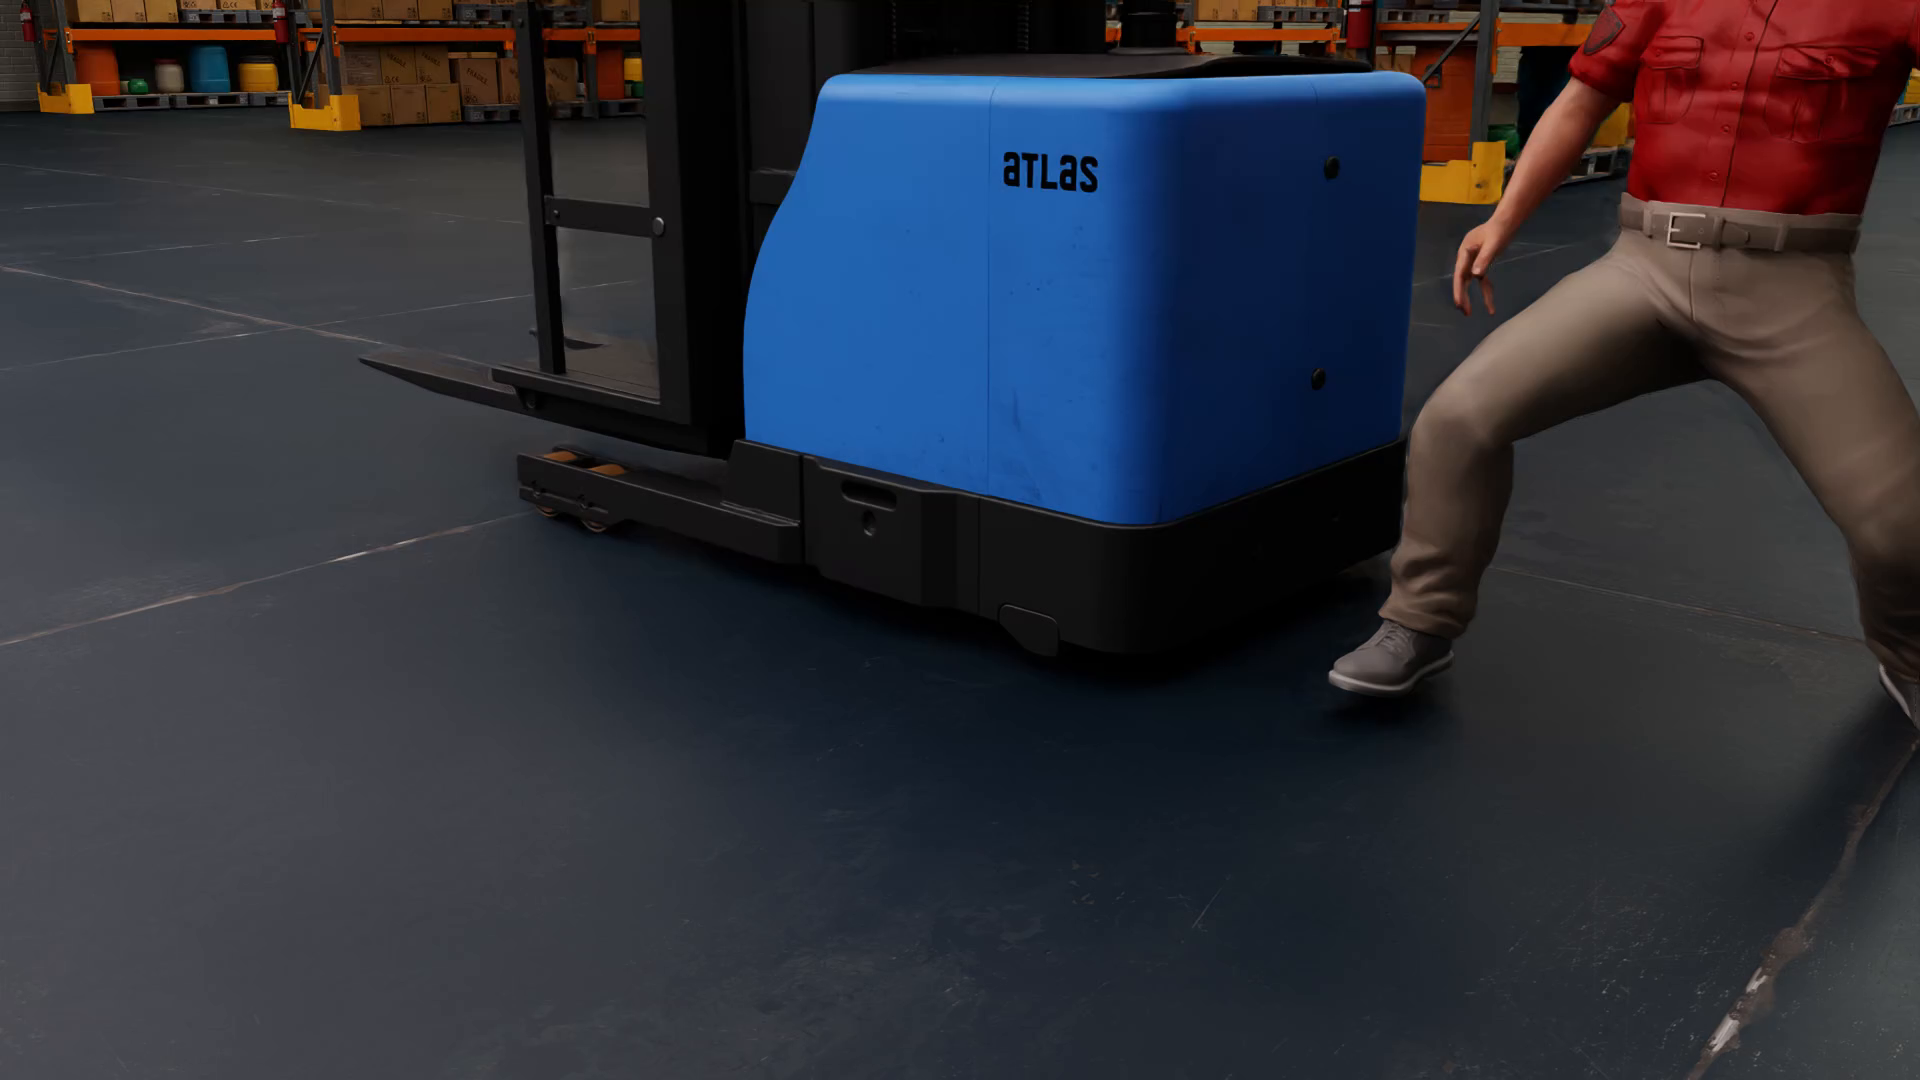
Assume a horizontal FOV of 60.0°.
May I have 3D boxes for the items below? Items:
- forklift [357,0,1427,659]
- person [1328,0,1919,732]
[{"bbox_3d":[-0.460,-1.519,3.901,3.031,2.935,1.130,15,22,40],"label":"forklift"},{"bbox_3d":[1.273,-0.415,2.684,1.004,1.595,0.867,15,22,40],"label":"person"}]
